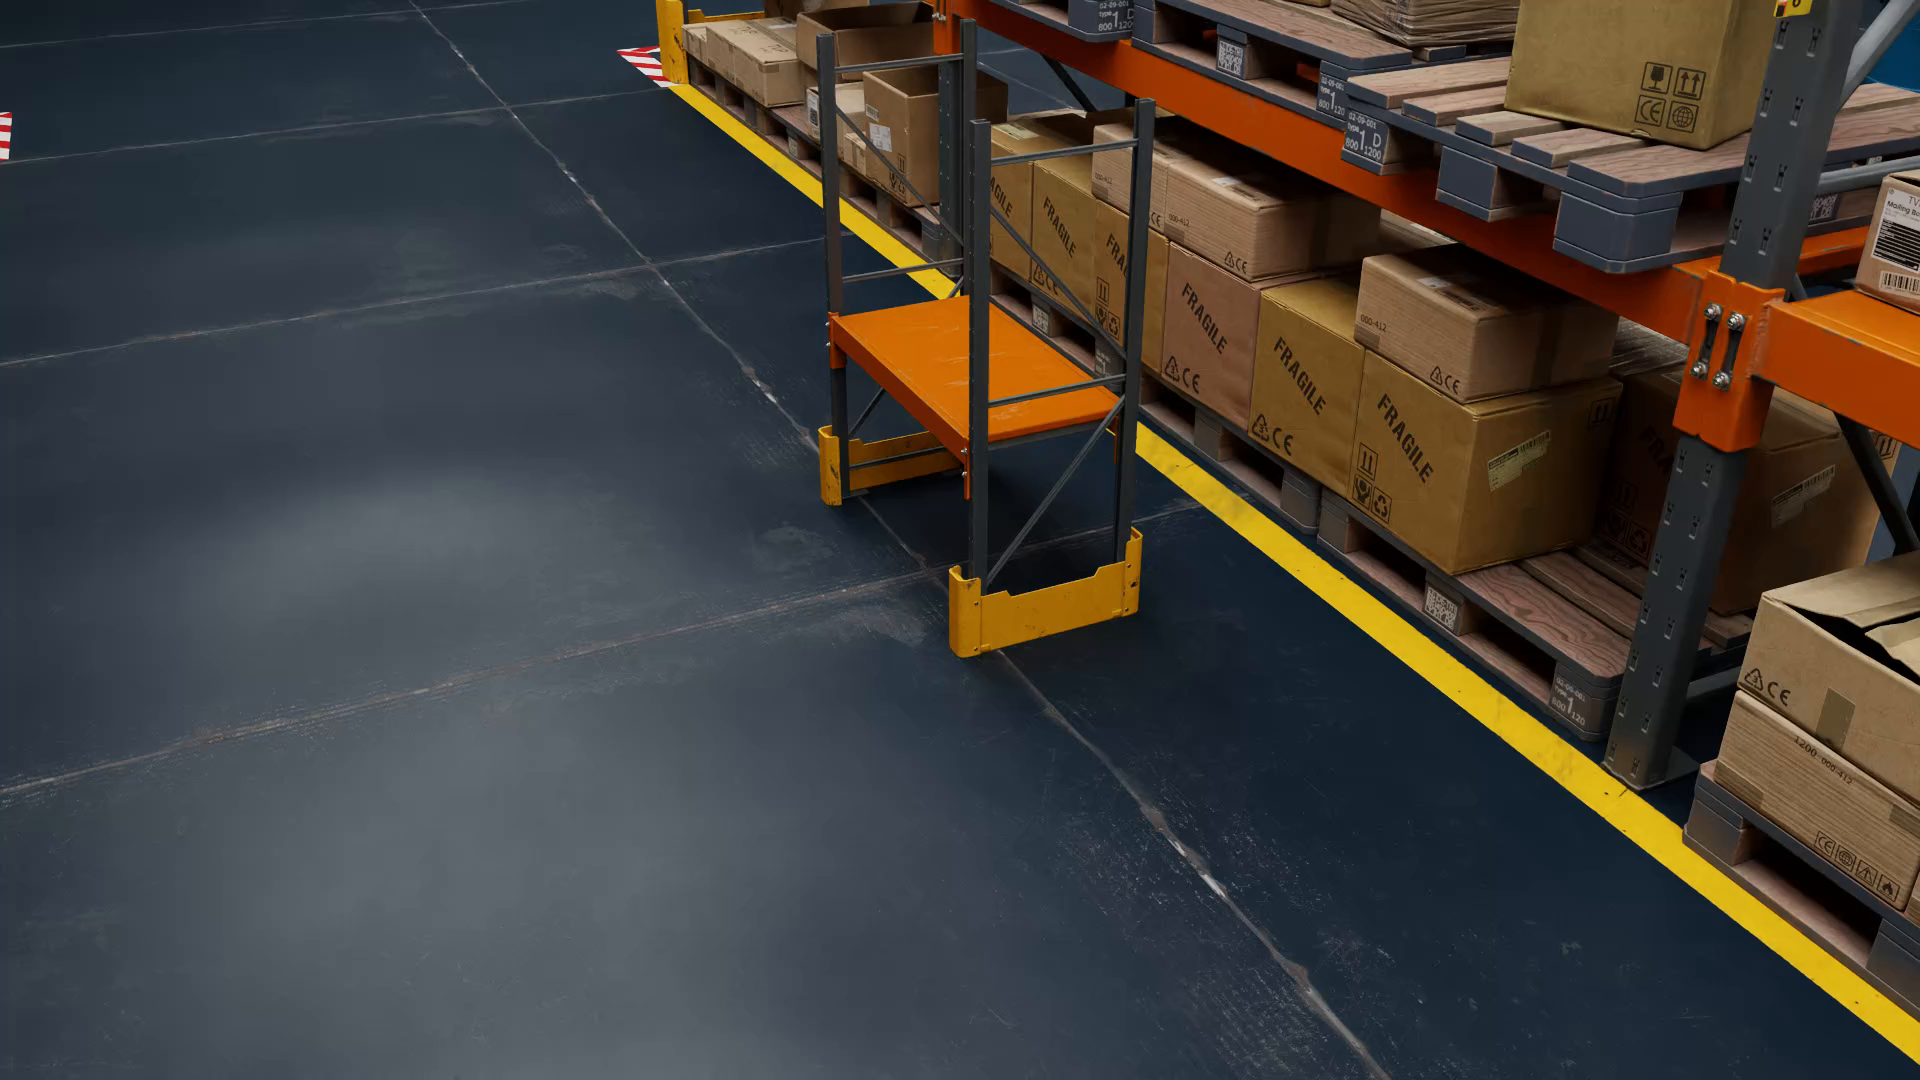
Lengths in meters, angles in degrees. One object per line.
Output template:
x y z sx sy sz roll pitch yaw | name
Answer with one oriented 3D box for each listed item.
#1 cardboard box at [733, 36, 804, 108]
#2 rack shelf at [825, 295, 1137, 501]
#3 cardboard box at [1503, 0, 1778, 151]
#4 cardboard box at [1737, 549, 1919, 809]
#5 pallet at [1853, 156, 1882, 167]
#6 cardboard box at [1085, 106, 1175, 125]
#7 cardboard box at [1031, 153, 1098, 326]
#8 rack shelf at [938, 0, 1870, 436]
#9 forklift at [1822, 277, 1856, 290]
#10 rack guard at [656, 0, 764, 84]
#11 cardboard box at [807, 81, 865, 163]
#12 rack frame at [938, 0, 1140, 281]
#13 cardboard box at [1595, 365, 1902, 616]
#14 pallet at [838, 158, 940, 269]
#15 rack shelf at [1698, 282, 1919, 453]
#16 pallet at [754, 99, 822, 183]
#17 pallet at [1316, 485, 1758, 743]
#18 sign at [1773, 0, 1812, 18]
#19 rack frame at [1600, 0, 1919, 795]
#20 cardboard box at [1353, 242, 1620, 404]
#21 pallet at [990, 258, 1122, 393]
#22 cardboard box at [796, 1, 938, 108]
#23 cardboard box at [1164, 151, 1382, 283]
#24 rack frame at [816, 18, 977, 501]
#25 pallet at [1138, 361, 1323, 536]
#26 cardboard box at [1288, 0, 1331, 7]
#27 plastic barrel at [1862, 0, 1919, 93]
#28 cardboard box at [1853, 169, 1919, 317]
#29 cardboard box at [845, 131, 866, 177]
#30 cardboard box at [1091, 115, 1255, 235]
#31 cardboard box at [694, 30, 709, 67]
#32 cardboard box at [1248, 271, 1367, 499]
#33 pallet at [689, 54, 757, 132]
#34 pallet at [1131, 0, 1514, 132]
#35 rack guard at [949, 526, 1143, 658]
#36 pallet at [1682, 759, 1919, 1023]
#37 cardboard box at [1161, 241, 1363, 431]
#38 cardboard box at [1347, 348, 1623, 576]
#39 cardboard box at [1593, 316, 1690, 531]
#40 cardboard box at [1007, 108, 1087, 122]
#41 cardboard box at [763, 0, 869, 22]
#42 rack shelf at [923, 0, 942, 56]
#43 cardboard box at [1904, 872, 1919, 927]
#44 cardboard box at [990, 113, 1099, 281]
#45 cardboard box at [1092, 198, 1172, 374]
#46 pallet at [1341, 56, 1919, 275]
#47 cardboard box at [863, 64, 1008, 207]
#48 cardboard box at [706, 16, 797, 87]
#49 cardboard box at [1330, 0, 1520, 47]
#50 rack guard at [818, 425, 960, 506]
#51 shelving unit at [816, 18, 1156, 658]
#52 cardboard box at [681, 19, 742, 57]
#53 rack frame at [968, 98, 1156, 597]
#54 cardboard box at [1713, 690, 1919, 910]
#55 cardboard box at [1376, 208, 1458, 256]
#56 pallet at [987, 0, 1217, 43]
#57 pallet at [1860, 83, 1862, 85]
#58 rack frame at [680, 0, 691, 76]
-0.925 -2.593 9.170 0.500 0.250 0.500 -13 32 -22 | cardboard box
0.037 -0.460 4.904 0.538 0.185 1.000 -13 32 -22 | rack shelf
1.731 -1.290 3.952 0.700 0.500 0.500 -26 38 -38 | cardboard box
2.063 0.256 3.535 0.500 0.311 0.500 -12 31 -20 | cardboard box
5.155 -2.048 8.686 1.003 0.211 1.213 -13 32 -22 | pallet
0.857 -1.519 6.998 0.500 0.500 0.500 -13 32 -22 | cardboard box
0.613 -1.179 6.391 0.500 0.500 0.500 -13 32 -21 | cardboard box
1.245 -1.378 5.376 1.077 0.370 4.000 -13 32 -22 | rack shelf
3.042 -2.712 7.089 1.130 2.935 3.031 -20 35 -31 | forklift
-1.299 -3.218 10.478 1.175 0.500 0.348 -13 32 -22 | rack guard
-0.437 -2.118 8.259 0.500 0.311 0.500 -13 32 -22 | cardboard box
0.386 -2.575 6.776 1.000 3.000 0.127 -13 32 -22 | rack frame
2.166 -0.171 4.594 0.500 0.500 0.500 -12 31 -20 | cardboard box
0.092 -1.663 7.999 1.003 0.211 1.213 -13 32 -22 | pallet
2.962 0.389 2.225 1.077 0.370 4.000 -13 32 -22 | rack shelf
-0.436 -2.202 8.962 1.003 0.211 1.213 -13 32 -22 | pallet
1.817 0.070 4.909 1.003 0.211 1.213 -13 32 -22 | pallet
1.617 -1.161 3.150 0.100 0.325 0.005 -13 32 -22 | sign
2.103 -0.808 3.625 1.000 3.000 0.127 -13 32 -22 | rack frame
1.462 -0.625 4.637 0.500 0.250 0.500 -12 31 -20 | cardboard box
0.769 -1.008 6.831 1.003 0.211 1.213 -13 32 -22 | pallet
-0.425 -2.507 8.757 0.797 0.503 0.637 -13 32 -22 | cardboard box
1.019 -1.076 5.441 0.500 0.250 0.500 -14 32 -23 | cardboard box
-0.182 -0.841 5.216 0.500 1.500 0.032 -13 32 -22 | rack frame
1.297 -0.468 5.869 1.003 0.211 1.213 -13 32 -22 | pallet
1.200 -2.035 5.280 0.700 0.500 0.500 -22 36 -34 | cardboard box
5.079 -2.638 8.603 0.600 0.901 0.708 -13 32 -22 | plastic barrel
2.220 -0.600 3.344 0.500 0.311 0.500 -11 31 -19 | cardboard box
-0.330 -1.869 7.981 0.380 0.149 0.250 -13 32 -22 | cardboard box
0.803 -1.298 5.836 0.500 0.250 0.500 -13 32 -22 | cardboard box
-1.355 -2.931 9.857 0.380 0.166 0.250 -13 32 -22 | cardboard box
1.268 -0.503 5.185 0.500 0.500 0.500 -14 32 -24 | cardboard box
-0.955 -2.740 9.922 1.003 0.211 1.213 -13 32 -22 | pallet
1.264 -1.583 5.202 1.003 0.211 1.213 -13 32 -22 | pallet
0.247 0.145 4.736 0.587 0.250 0.087 -13 32 -22 | rack guard
2.421 0.780 3.644 1.003 0.211 1.213 -13 32 -22 | pallet
1.037 -0.733 5.596 0.500 0.500 0.500 -14 32 -24 | cardboard box
1.490 -0.274 4.778 0.500 0.500 0.500 -12 31 -20 | cardboard box
1.936 -0.401 5.005 0.500 0.500 0.500 -14 32 -24 | cardboard box
0.401 -1.825 7.738 0.500 0.311 0.500 -13 32 -22 | cardboard box
-0.875 -3.255 10.095 0.500 0.500 0.500 -13 32 -22 | cardboard box
-0.473 -3.145 8.527 1.077 0.370 4.000 -13 32 -22 | rack shelf
2.279 0.723 3.276 0.500 0.250 0.500 -14 32 -23 | cardboard box
0.374 -1.412 6.807 0.500 0.500 0.500 -15 32 -24 | cardboard box
0.820 -0.957 5.995 0.500 0.500 0.500 -13 32 -21 | cardboard box
1.749 -1.009 4.179 1.213 0.211 1.003 -13 32 -22 | pallet
-0.115 -1.869 7.622 0.500 0.500 0.500 -13 32 -22 | cardboard box
-1.139 -2.814 9.563 0.500 0.250 0.500 -13 32 -22 | cardboard box
1.511 -1.734 4.744 0.700 0.500 0.500 -7 30 -13 | cardboard box
-0.181 -0.295 5.521 0.587 0.250 0.087 -13 32 -22 | rack guard
0.033 -0.620 4.823 0.587 1.500 1.083 -13 32 -22 | shelving unit
-1.462 -3.034 10.058 0.380 0.149 0.250 -13 32 -22 | cardboard box
0.255 -0.392 4.416 0.500 1.500 0.032 -13 32 -22 | rack frame
2.063 0.501 3.672 0.500 0.250 0.500 -13 32 -22 | cardboard box
1.497 -0.853 5.811 0.500 0.500 0.500 -14 32 -24 | cardboard box
0.630 -2.116 6.153 1.003 0.211 1.213 -13 32 -22 | pallet
4.511 -2.714 9.875 1.003 0.211 1.213 -13 32 -22 | pallet
-1.331 -4.342 9.927 1.000 3.000 0.127 -13 32 -22 | rack frame
